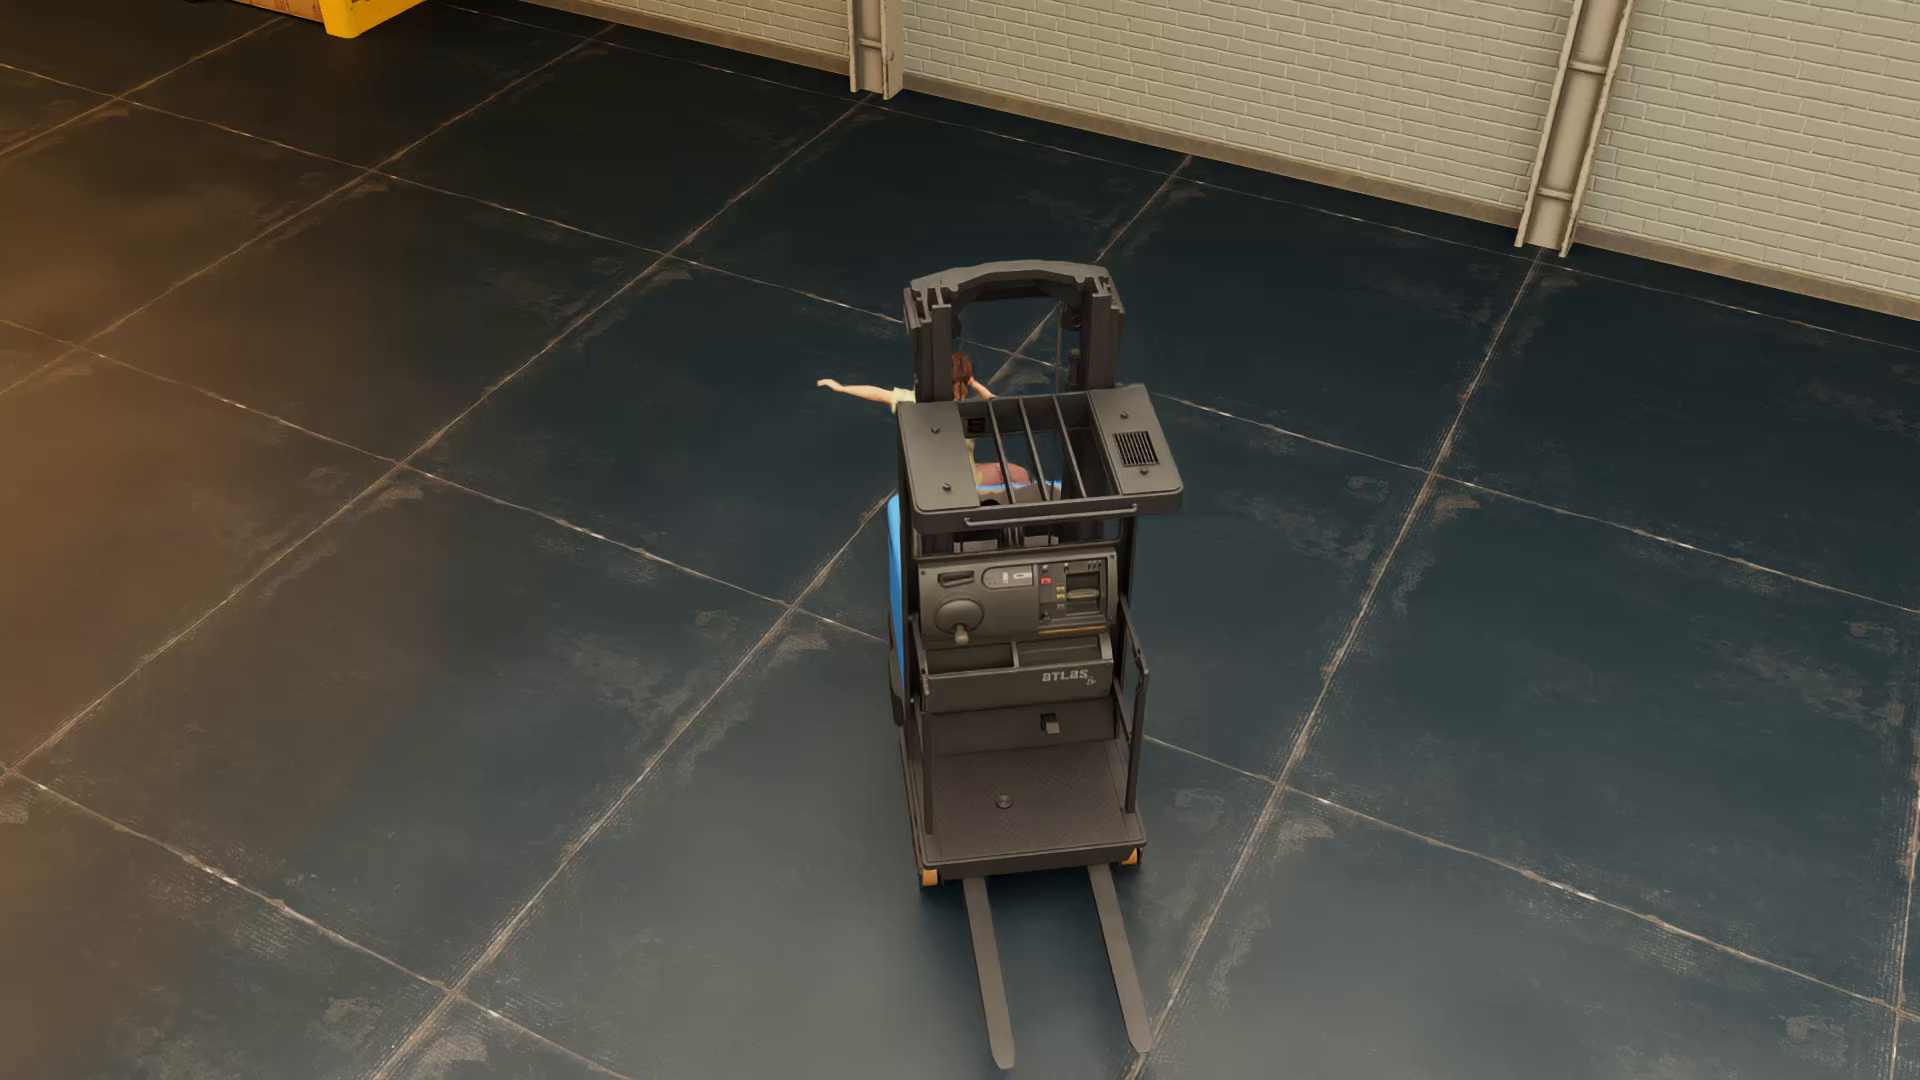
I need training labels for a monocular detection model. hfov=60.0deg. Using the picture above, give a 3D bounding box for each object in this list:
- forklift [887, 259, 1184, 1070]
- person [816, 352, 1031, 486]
[{"bbox_3d":[0.303,0.345,7.577,1.130,2.935,3.031,-5,40,-6],"label":"forklift"},{"bbox_3d":[-0.096,-0.516,9.823,1.454,1.383,0.681,4,40,5],"label":"person"}]
